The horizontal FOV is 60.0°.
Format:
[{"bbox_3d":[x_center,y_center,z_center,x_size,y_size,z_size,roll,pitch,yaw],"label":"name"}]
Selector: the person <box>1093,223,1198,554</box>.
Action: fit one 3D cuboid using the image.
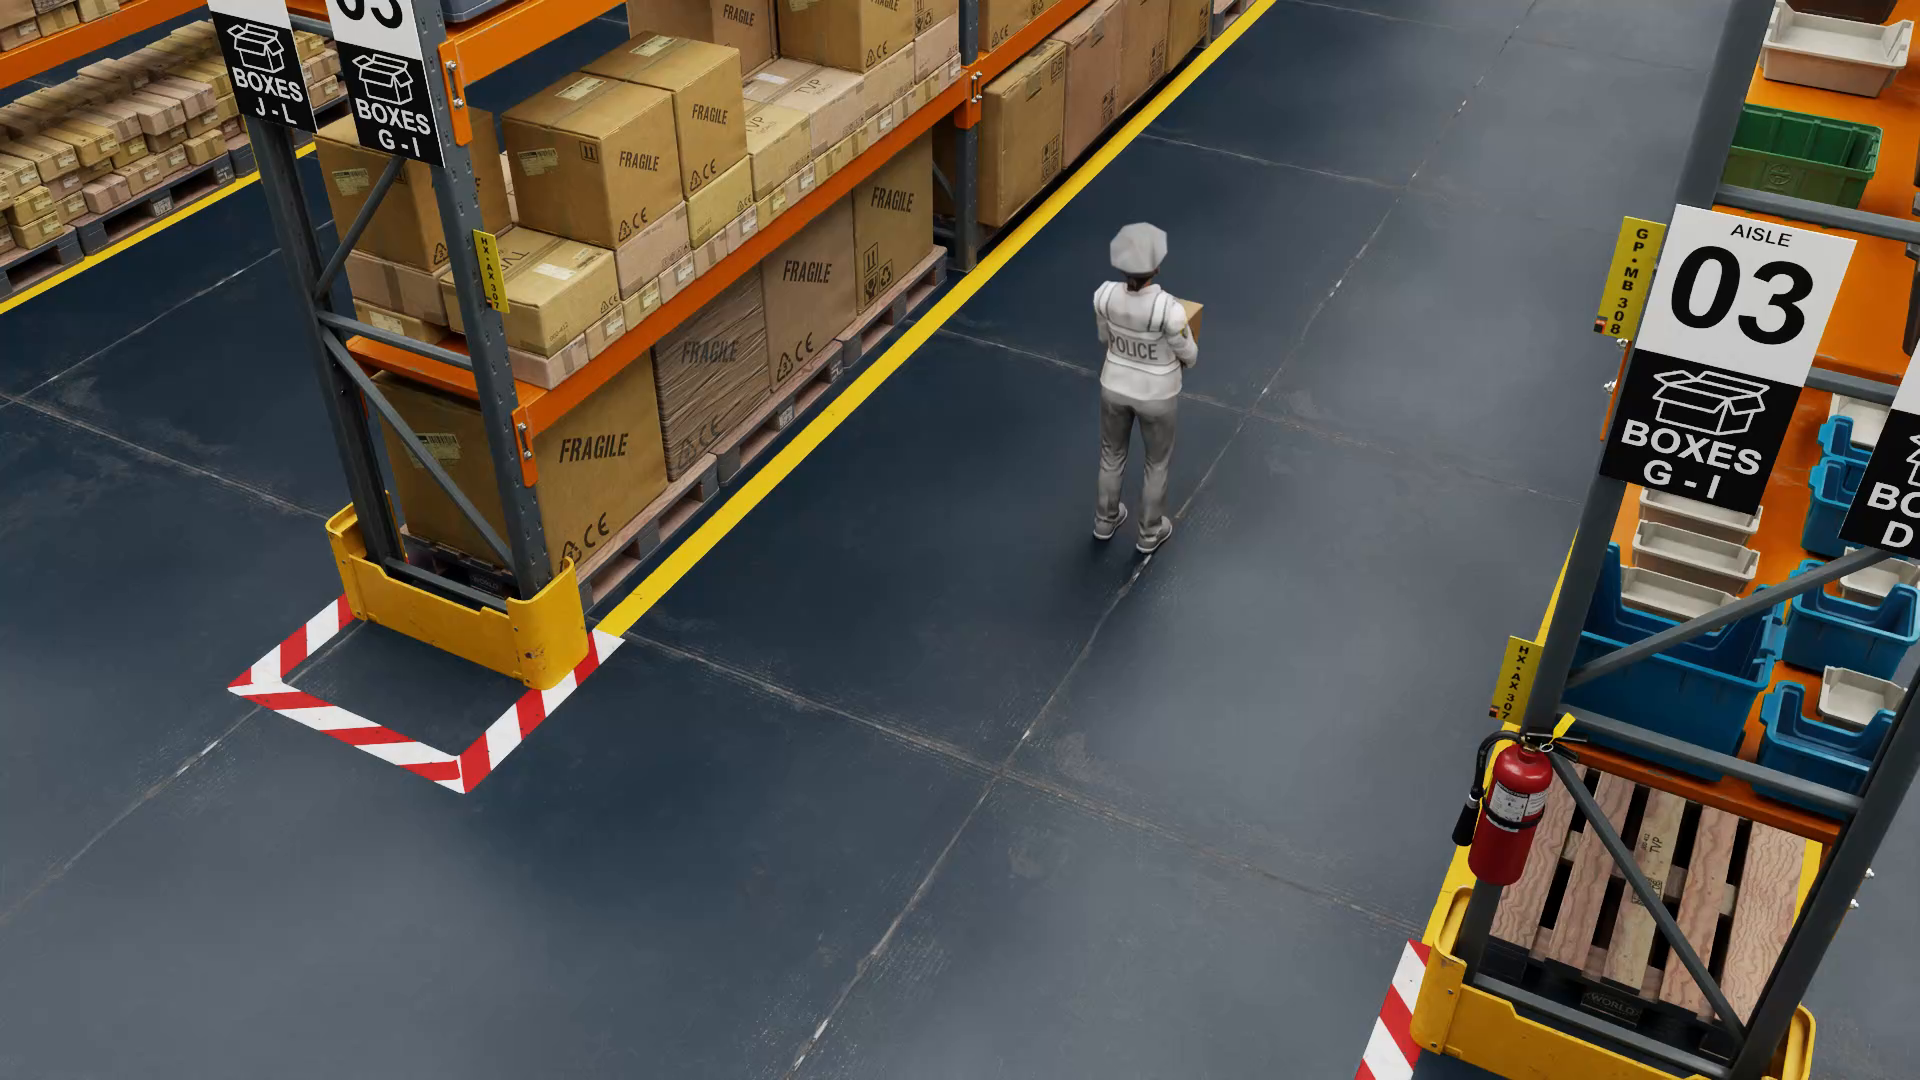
[{"bbox_3d":[0.849,-0.722,7.645,0.460,1.686,0.564,18,42,21],"label":"person"}]
